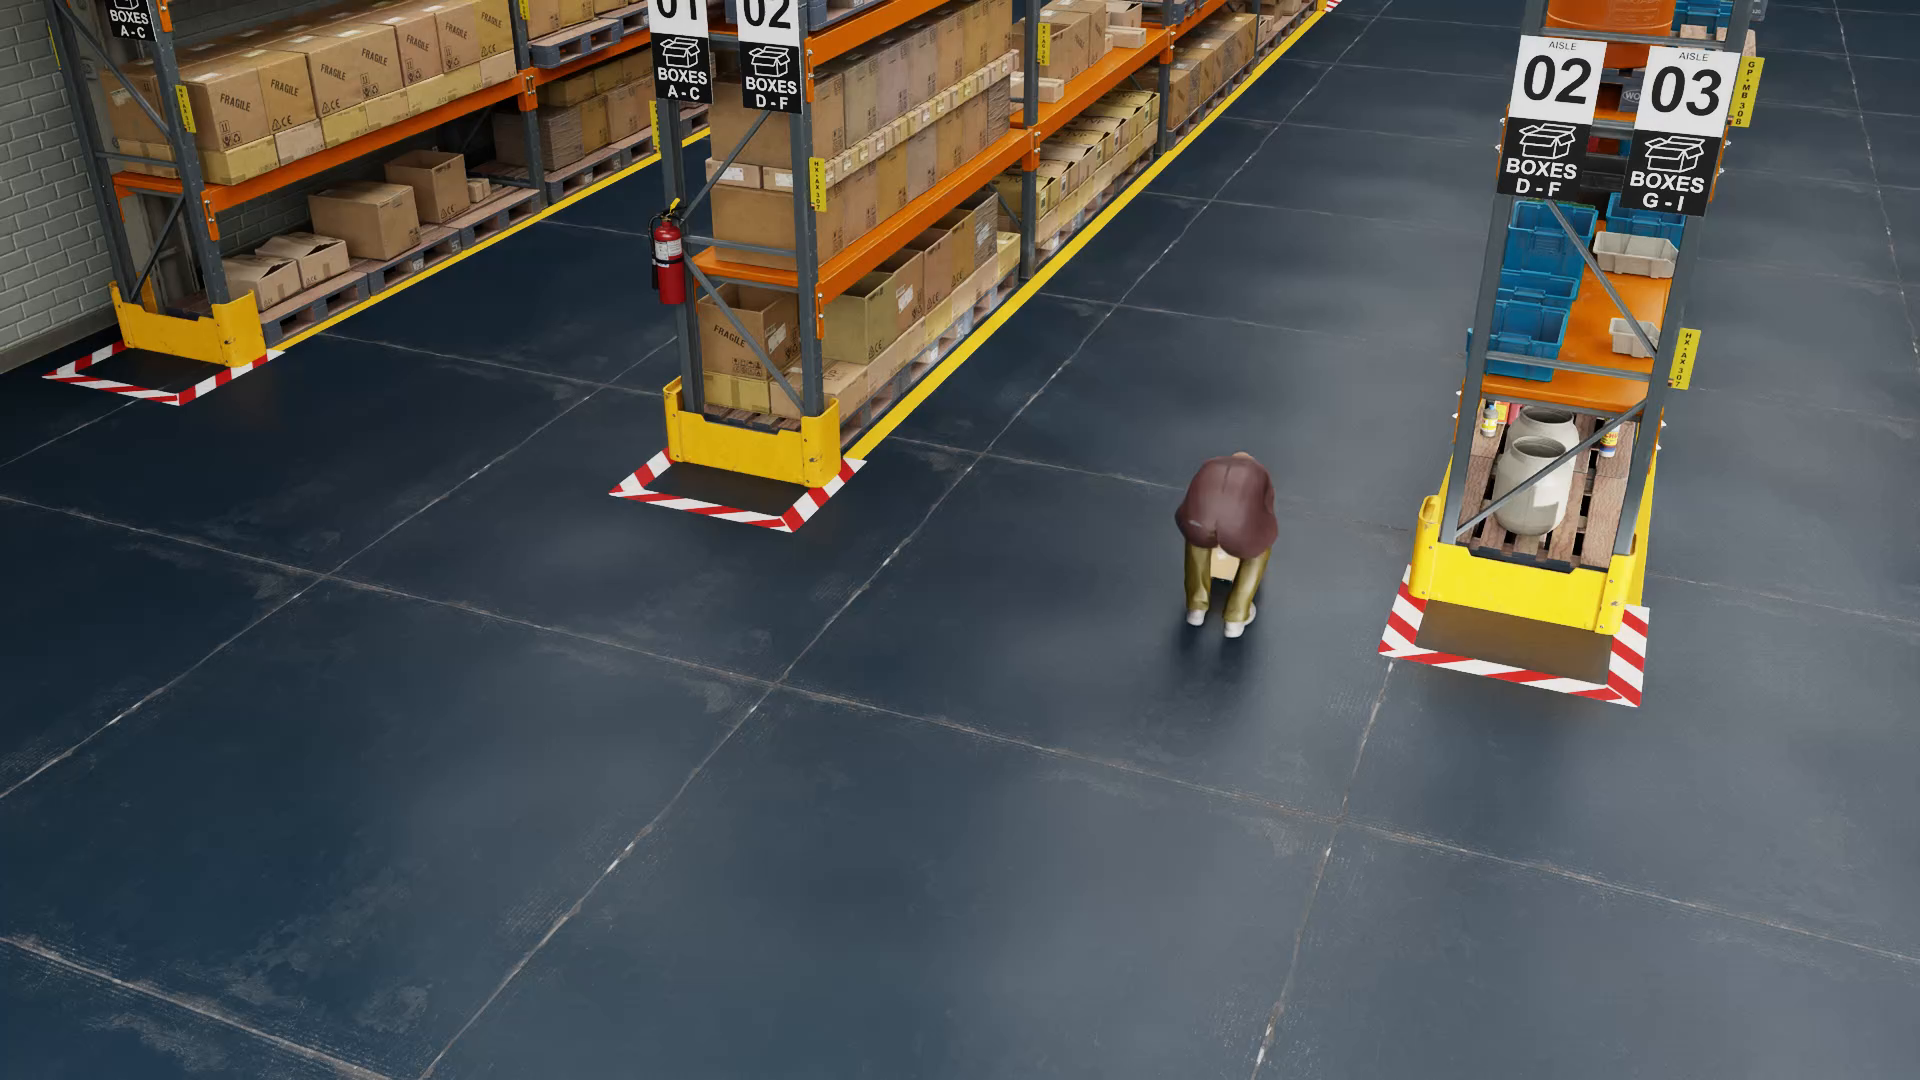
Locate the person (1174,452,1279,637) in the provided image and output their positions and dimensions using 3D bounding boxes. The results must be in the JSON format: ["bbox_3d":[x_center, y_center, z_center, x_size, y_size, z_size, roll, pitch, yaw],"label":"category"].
[{"bbox_3d":[1.511,-0.054,9.327,0.585,0.981,0.942,10,31,17],"label":"person"}]
